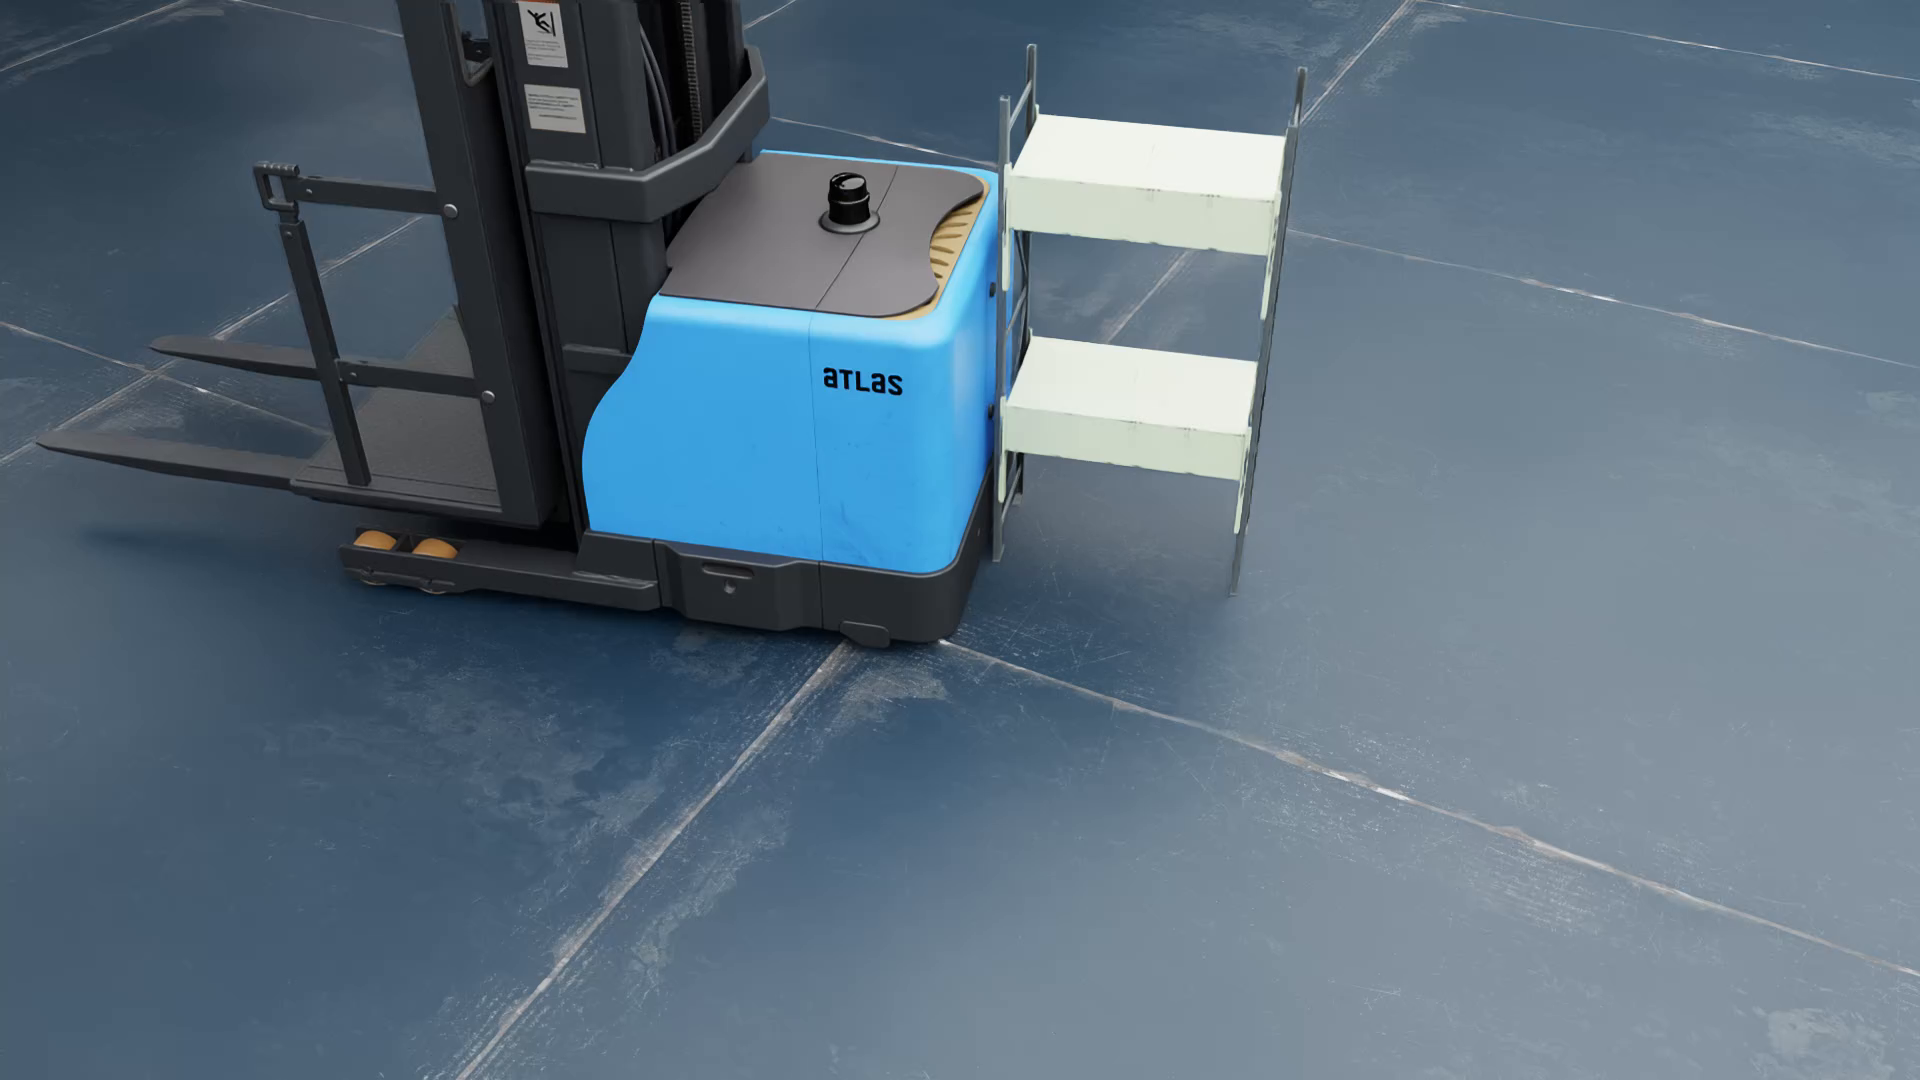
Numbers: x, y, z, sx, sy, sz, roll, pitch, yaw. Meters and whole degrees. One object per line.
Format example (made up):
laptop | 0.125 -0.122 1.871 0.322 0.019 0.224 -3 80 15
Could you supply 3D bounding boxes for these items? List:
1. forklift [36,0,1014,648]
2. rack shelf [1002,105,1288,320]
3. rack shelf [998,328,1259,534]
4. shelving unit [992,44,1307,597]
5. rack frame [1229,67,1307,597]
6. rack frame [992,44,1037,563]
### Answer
forklift | -1.396 -1.307 4.548 3.031 2.935 1.130 7 38 10
rack shelf | 0.512 -0.905 4.557 0.720 0.370 0.431 8 38 10
rack shelf | 0.512 -0.335 4.990 0.720 0.370 0.431 8 38 10
shelving unit | 0.512 -0.594 4.793 0.755 1.500 0.431 8 38 10
rack frame | 0.869 -0.545 4.727 0.023 1.500 0.400 8 38 10
rack frame | 0.156 -0.644 4.858 0.023 1.500 0.400 8 38 10
